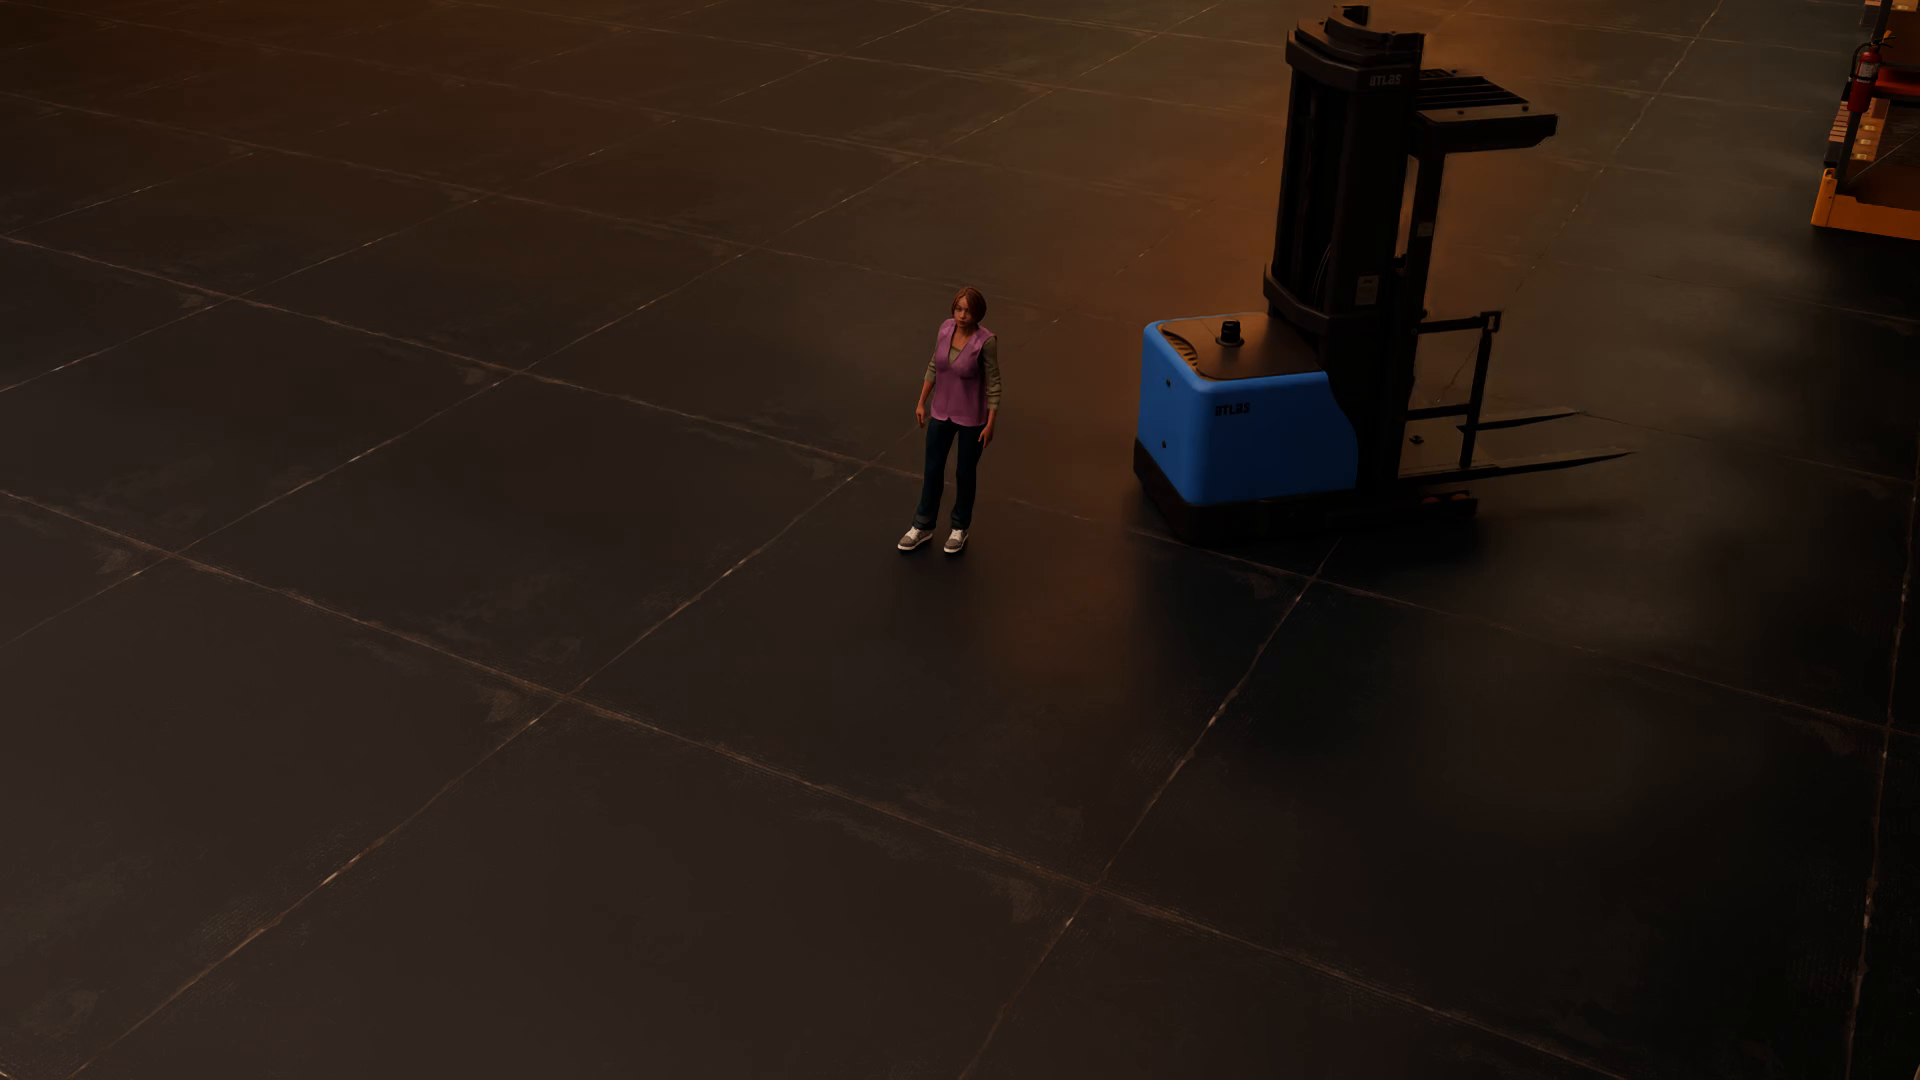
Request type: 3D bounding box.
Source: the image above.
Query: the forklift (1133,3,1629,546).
[{"bbox_3d":[2.681,-1.614,9.868,3.031,2.935,1.130,-7,31,-12],"label":"forklift"}]

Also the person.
[{"bbox_3d":[-0.048,-0.669,9.550,0.520,1.596,0.475,15,33,25],"label":"person"}]
